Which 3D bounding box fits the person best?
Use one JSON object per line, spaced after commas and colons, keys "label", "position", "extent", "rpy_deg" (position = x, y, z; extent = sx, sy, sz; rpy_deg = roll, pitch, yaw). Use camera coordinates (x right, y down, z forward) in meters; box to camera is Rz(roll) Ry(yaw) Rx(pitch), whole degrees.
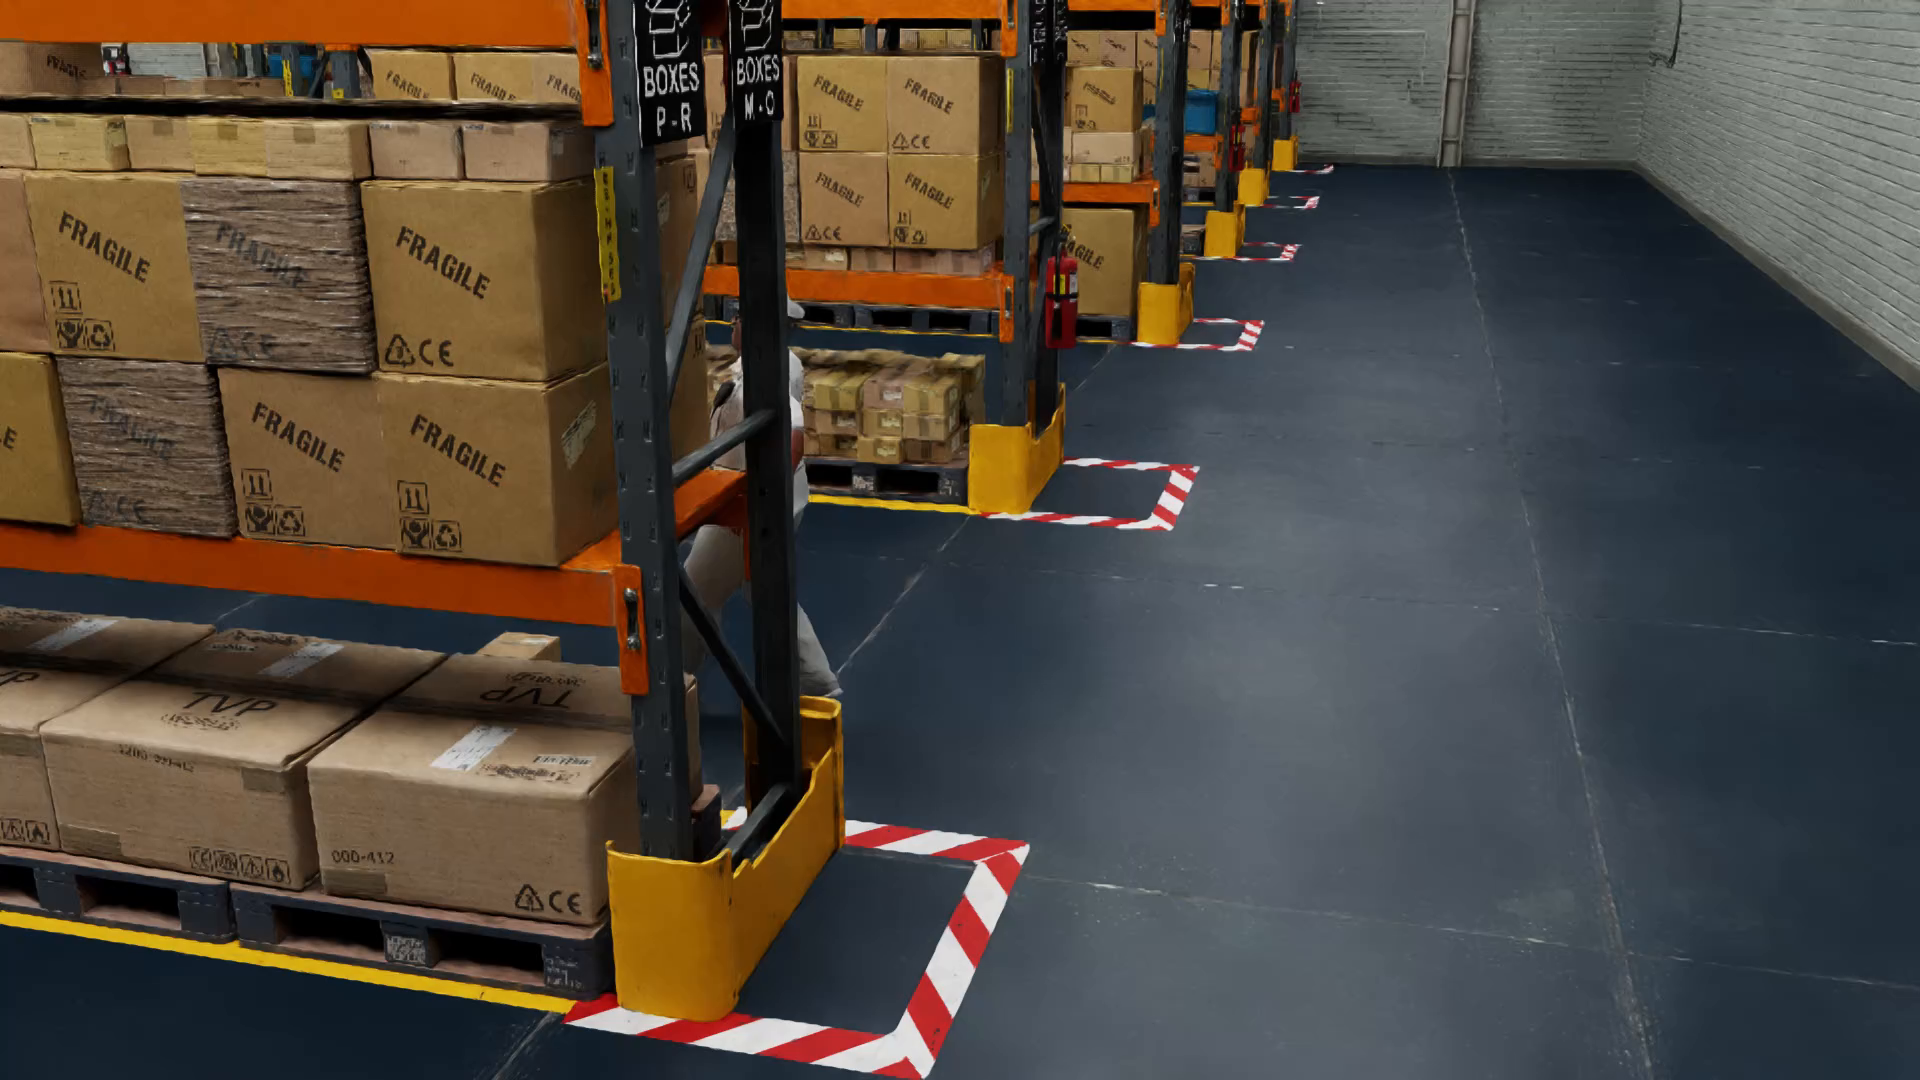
{"label": "person", "position": [-0.921, -0.158, 6.484], "extent": [0.922, 1.757, 0.592], "rpy_deg": [6, 19, 16]}
